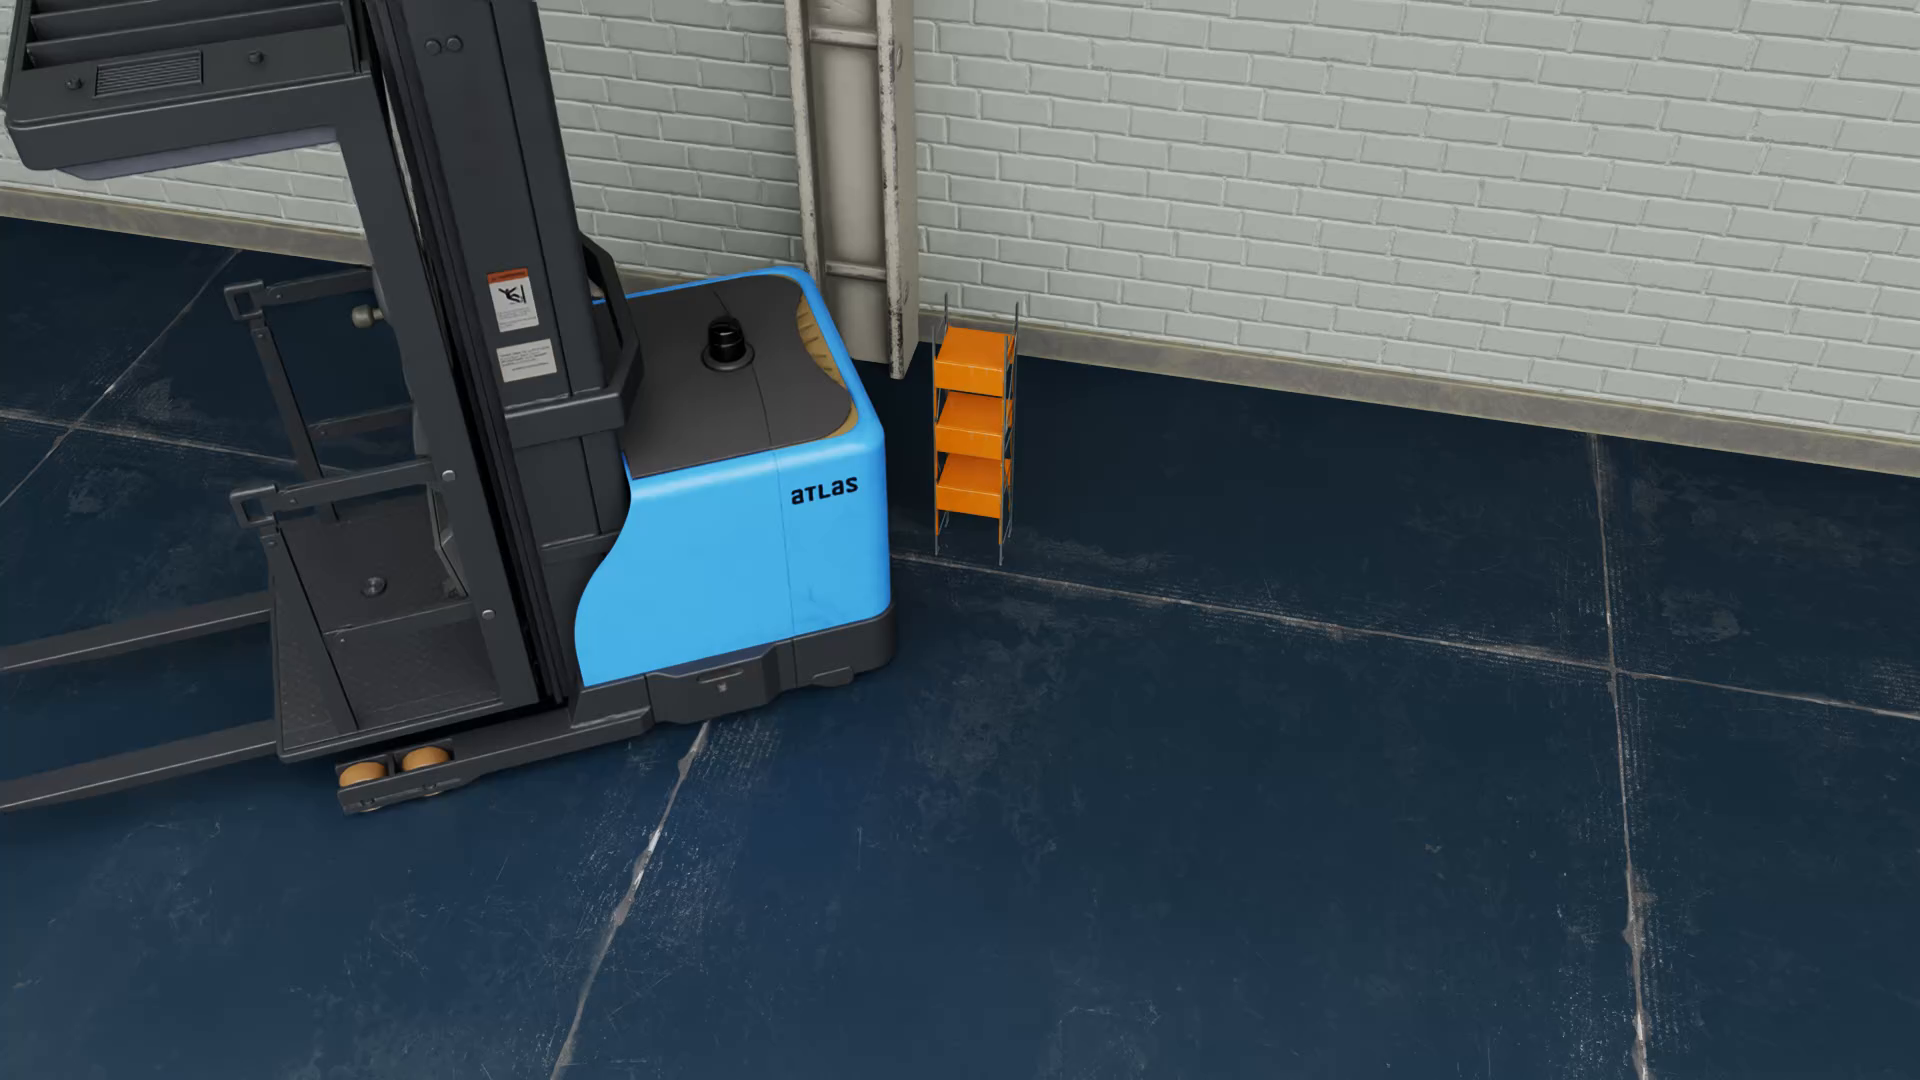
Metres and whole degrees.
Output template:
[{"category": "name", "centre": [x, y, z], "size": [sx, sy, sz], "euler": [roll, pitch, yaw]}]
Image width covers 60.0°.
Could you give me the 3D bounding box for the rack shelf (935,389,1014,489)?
[{"category": "rack shelf", "centre": [0.052, -0.363, 5.885], "size": [0.240, 0.259, 0.215], "euler": [9, 45, 9]}]

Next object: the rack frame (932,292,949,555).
[{"category": "rack frame", "centre": [-0.067, -0.389, 5.897], "size": [0.008, 1.050, 0.200], "euler": [9, 45, 9]}]

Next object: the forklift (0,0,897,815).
[{"category": "forklift", "centre": [-1.792, -0.598, 4.757], "size": [3.031, 2.935, 1.130], "euler": [-13, 45, -13]}]

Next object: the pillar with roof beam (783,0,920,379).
[{"category": "pillar with roof beam", "centre": [-1.338, -1.133, 0.938], "size": [0.400, 9.000, 9.100], "euler": [9, 45, 9]}]

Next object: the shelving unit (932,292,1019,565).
[{"category": "shelving unit", "centre": [0.052, -0.370, 5.877], "size": [0.252, 1.050, 0.215], "euler": [9, 45, 9]}]

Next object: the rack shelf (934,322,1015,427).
[{"category": "rack shelf", "centre": [0.052, -0.567, 5.688], "size": [0.240, 0.259, 0.215], "euler": [9, 45, 9]}]

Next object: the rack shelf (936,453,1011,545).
[{"category": "rack shelf", "centre": [0.052, -0.162, 6.078], "size": [0.240, 0.259, 0.215], "euler": [9, 45, 9]}]

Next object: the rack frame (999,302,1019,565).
[{"category": "rack frame", "centre": [0.171, -0.352, 5.858], "size": [0.008, 1.050, 0.200], "euler": [9, 45, 9]}]
